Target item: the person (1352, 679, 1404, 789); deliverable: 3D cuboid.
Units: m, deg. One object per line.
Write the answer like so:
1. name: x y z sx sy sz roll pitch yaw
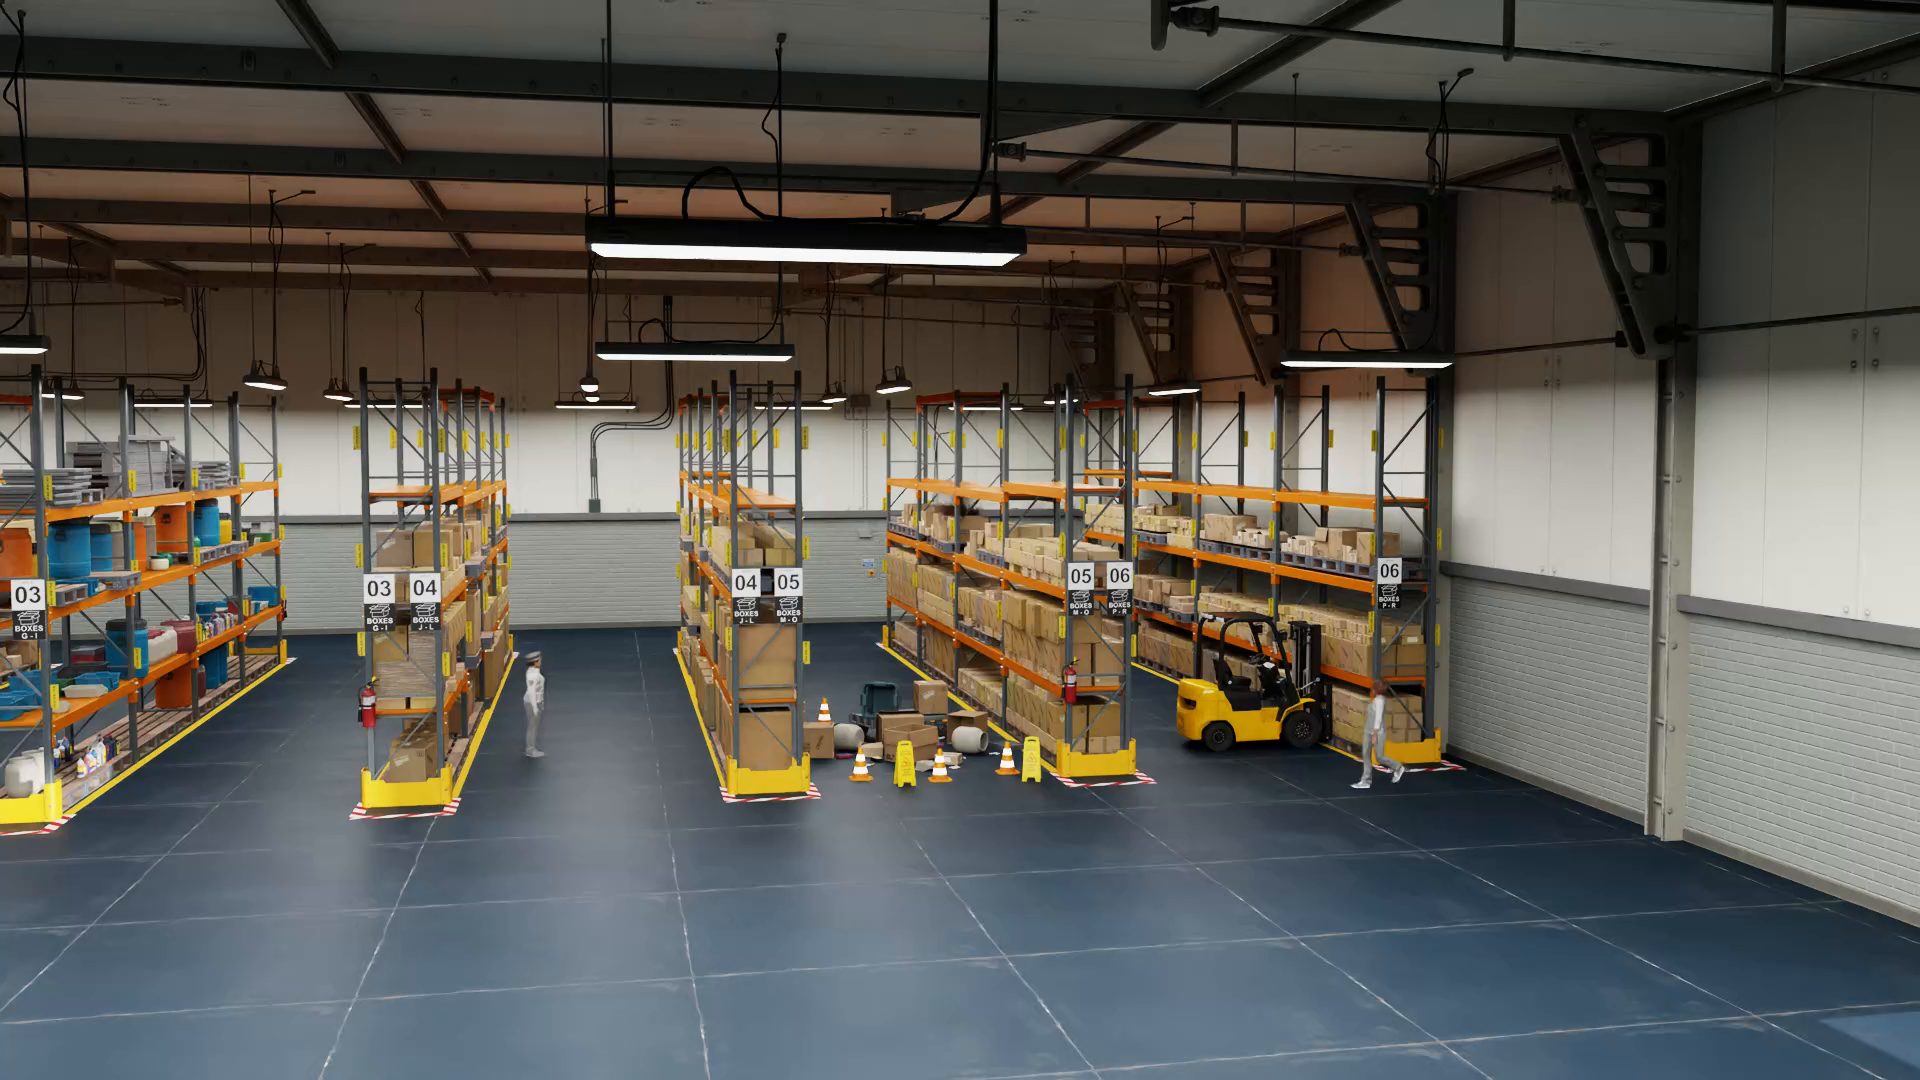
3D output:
1. person: 6.016 2.783 23.912 0.727 1.575 0.400 -2 4 -25

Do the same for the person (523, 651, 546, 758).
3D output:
1. person: -6.748 2.596 26.324 0.368 1.690 0.535 0 3 1
